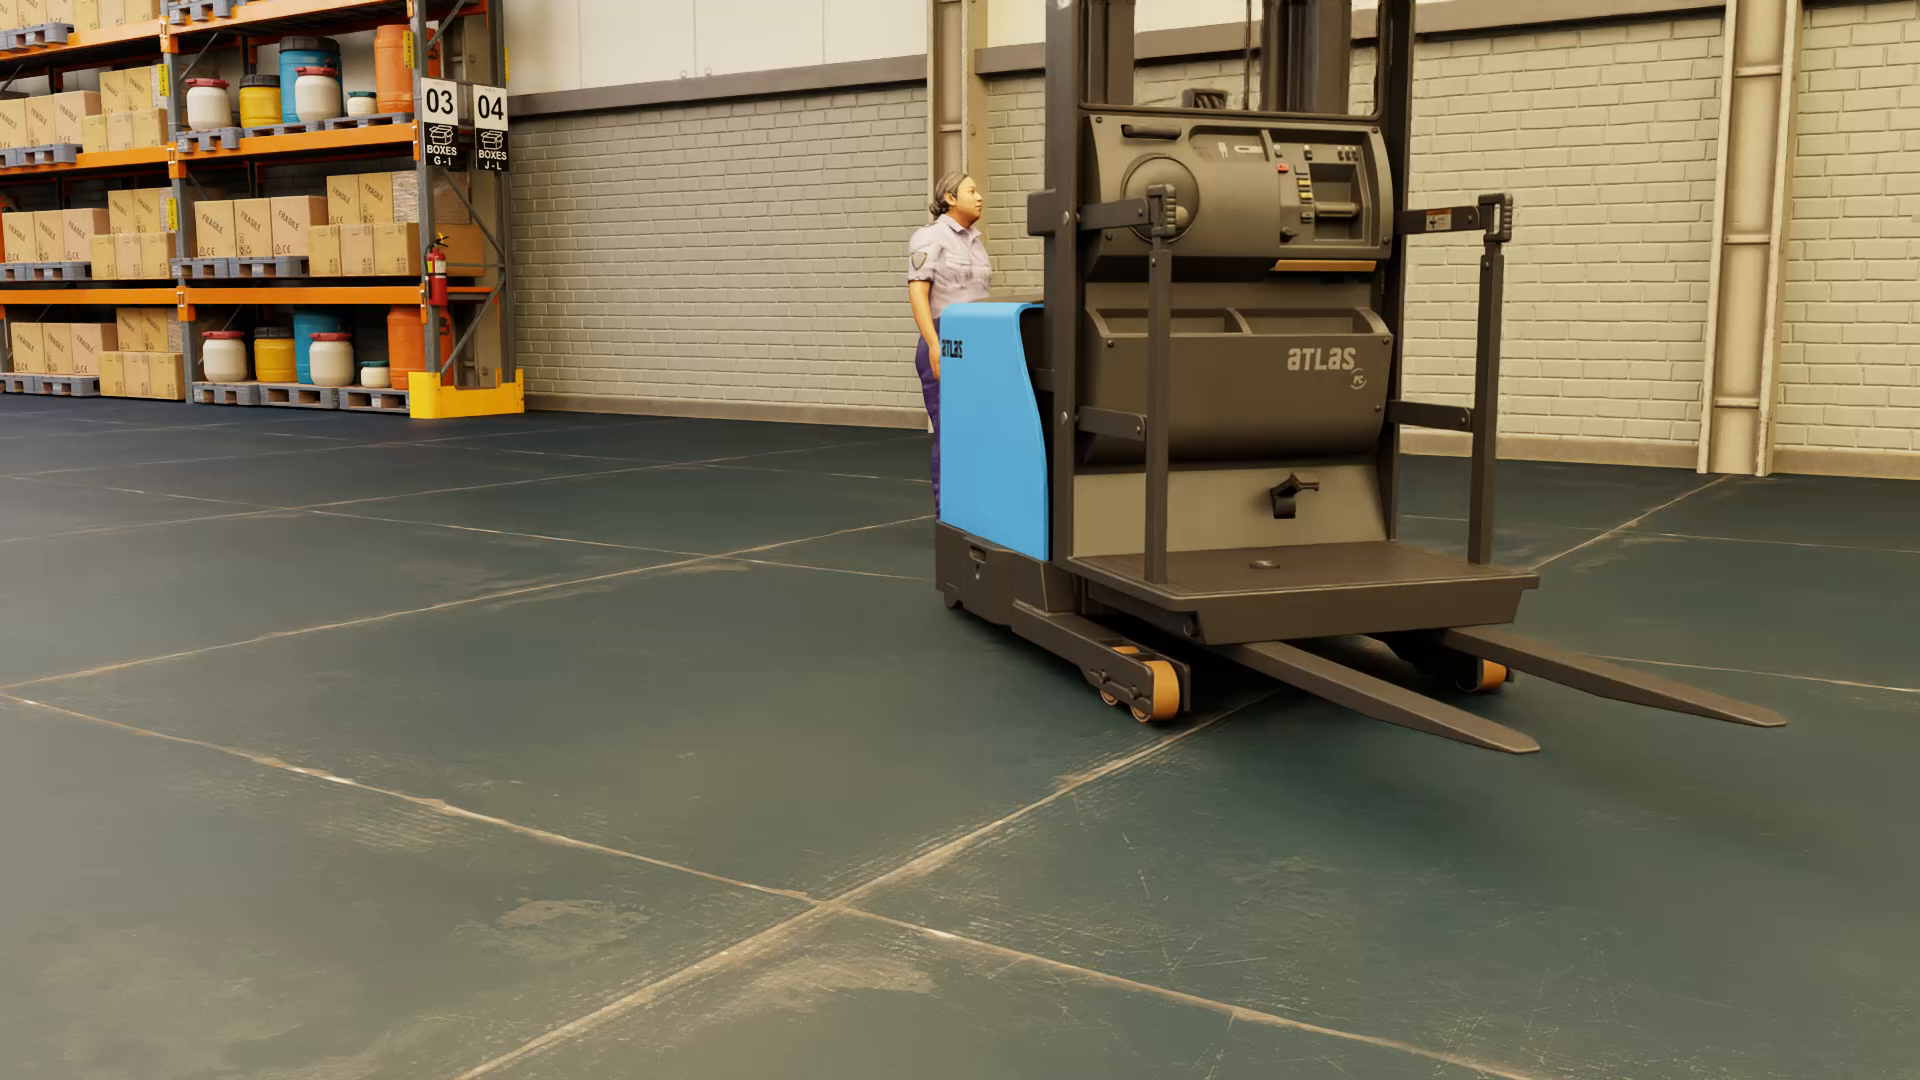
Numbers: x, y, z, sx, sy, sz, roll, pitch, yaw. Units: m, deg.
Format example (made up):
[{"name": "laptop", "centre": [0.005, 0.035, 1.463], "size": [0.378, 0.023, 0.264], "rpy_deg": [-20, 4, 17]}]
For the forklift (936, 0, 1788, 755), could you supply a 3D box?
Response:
[{"name": "forklift", "centre": [0.879, -1.043, 4.525], "size": [1.130, 2.935, 3.031], "rpy_deg": [-3, 9, -19]}]

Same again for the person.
[{"name": "person", "centre": [0.062, -0.813, 7.418], "size": [0.502, 1.651, 0.598], "rpy_deg": [5, 10, 34]}]
